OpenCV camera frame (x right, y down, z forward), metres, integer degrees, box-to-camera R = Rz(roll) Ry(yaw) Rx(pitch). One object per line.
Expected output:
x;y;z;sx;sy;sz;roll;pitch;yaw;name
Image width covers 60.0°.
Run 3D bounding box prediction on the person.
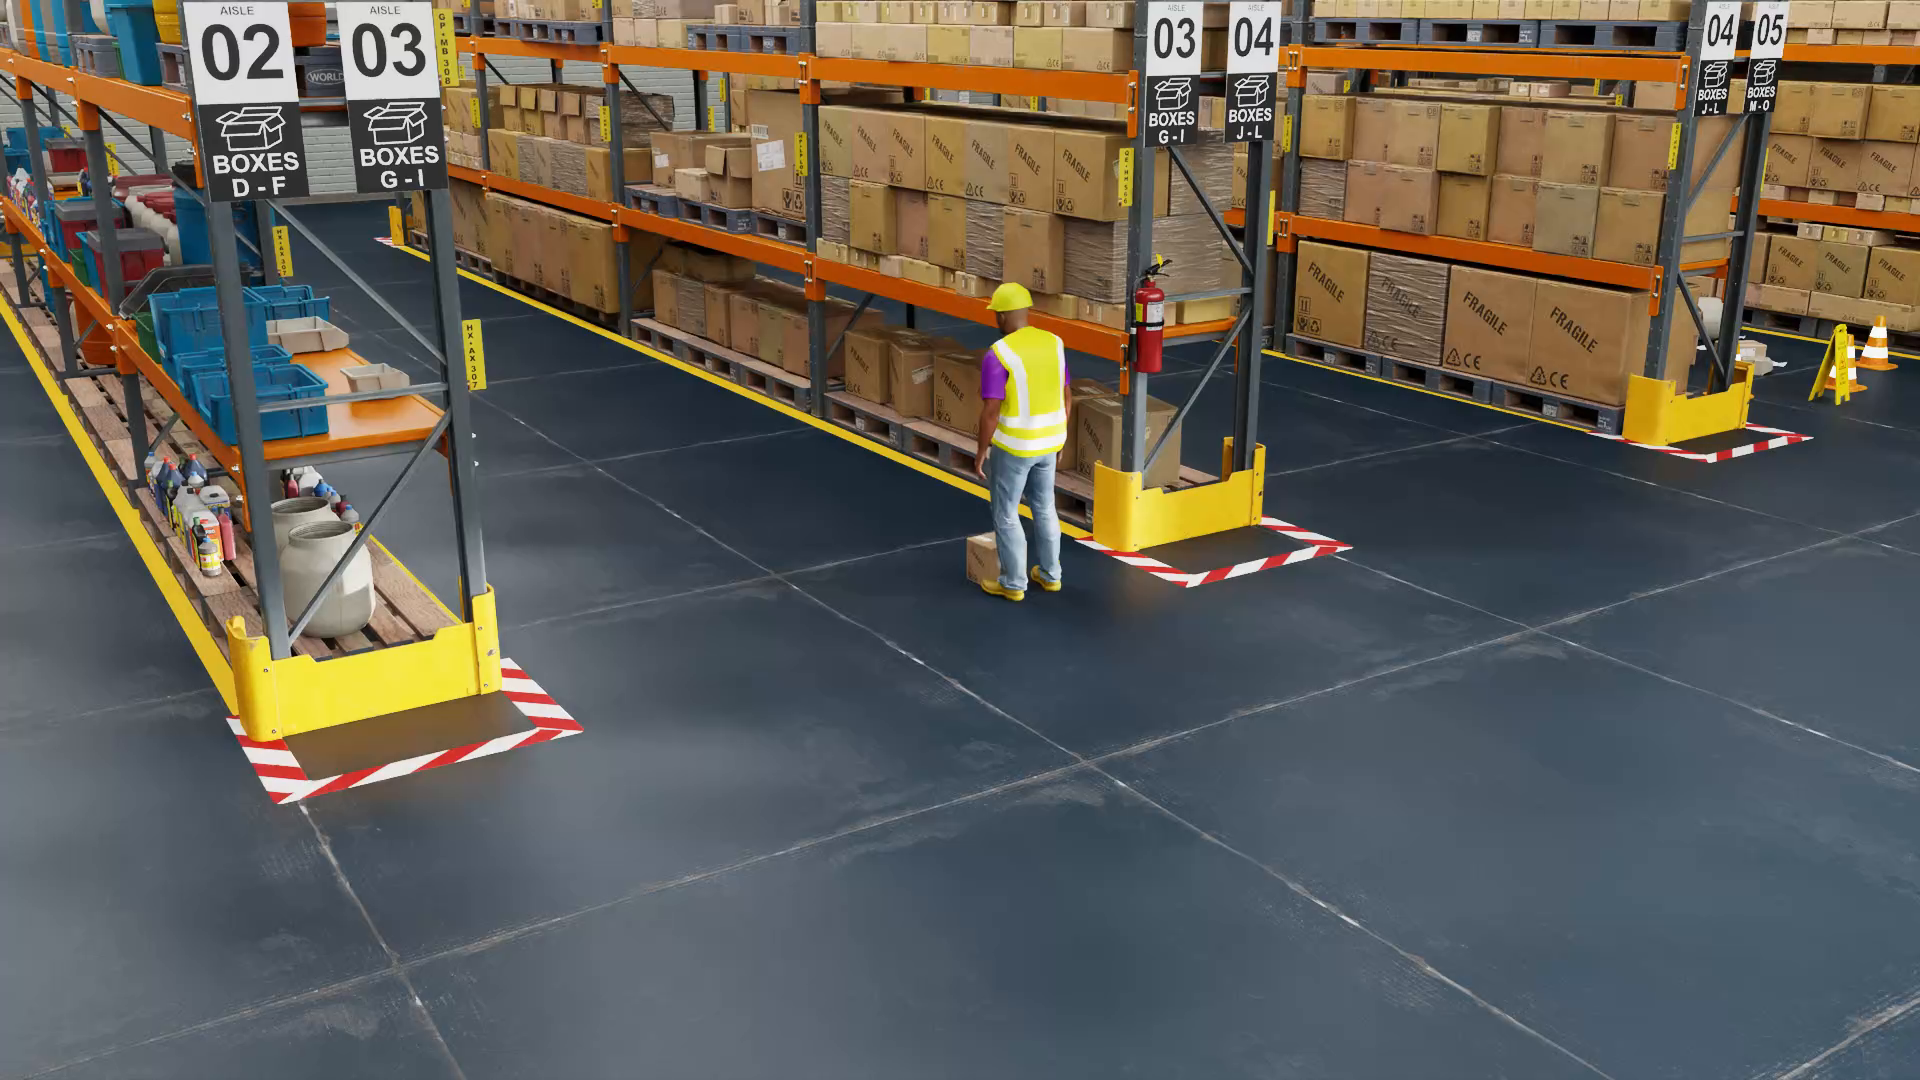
0.338;-0.543;9.202;0.633;1.759;0.462;-13;22;-35;person
